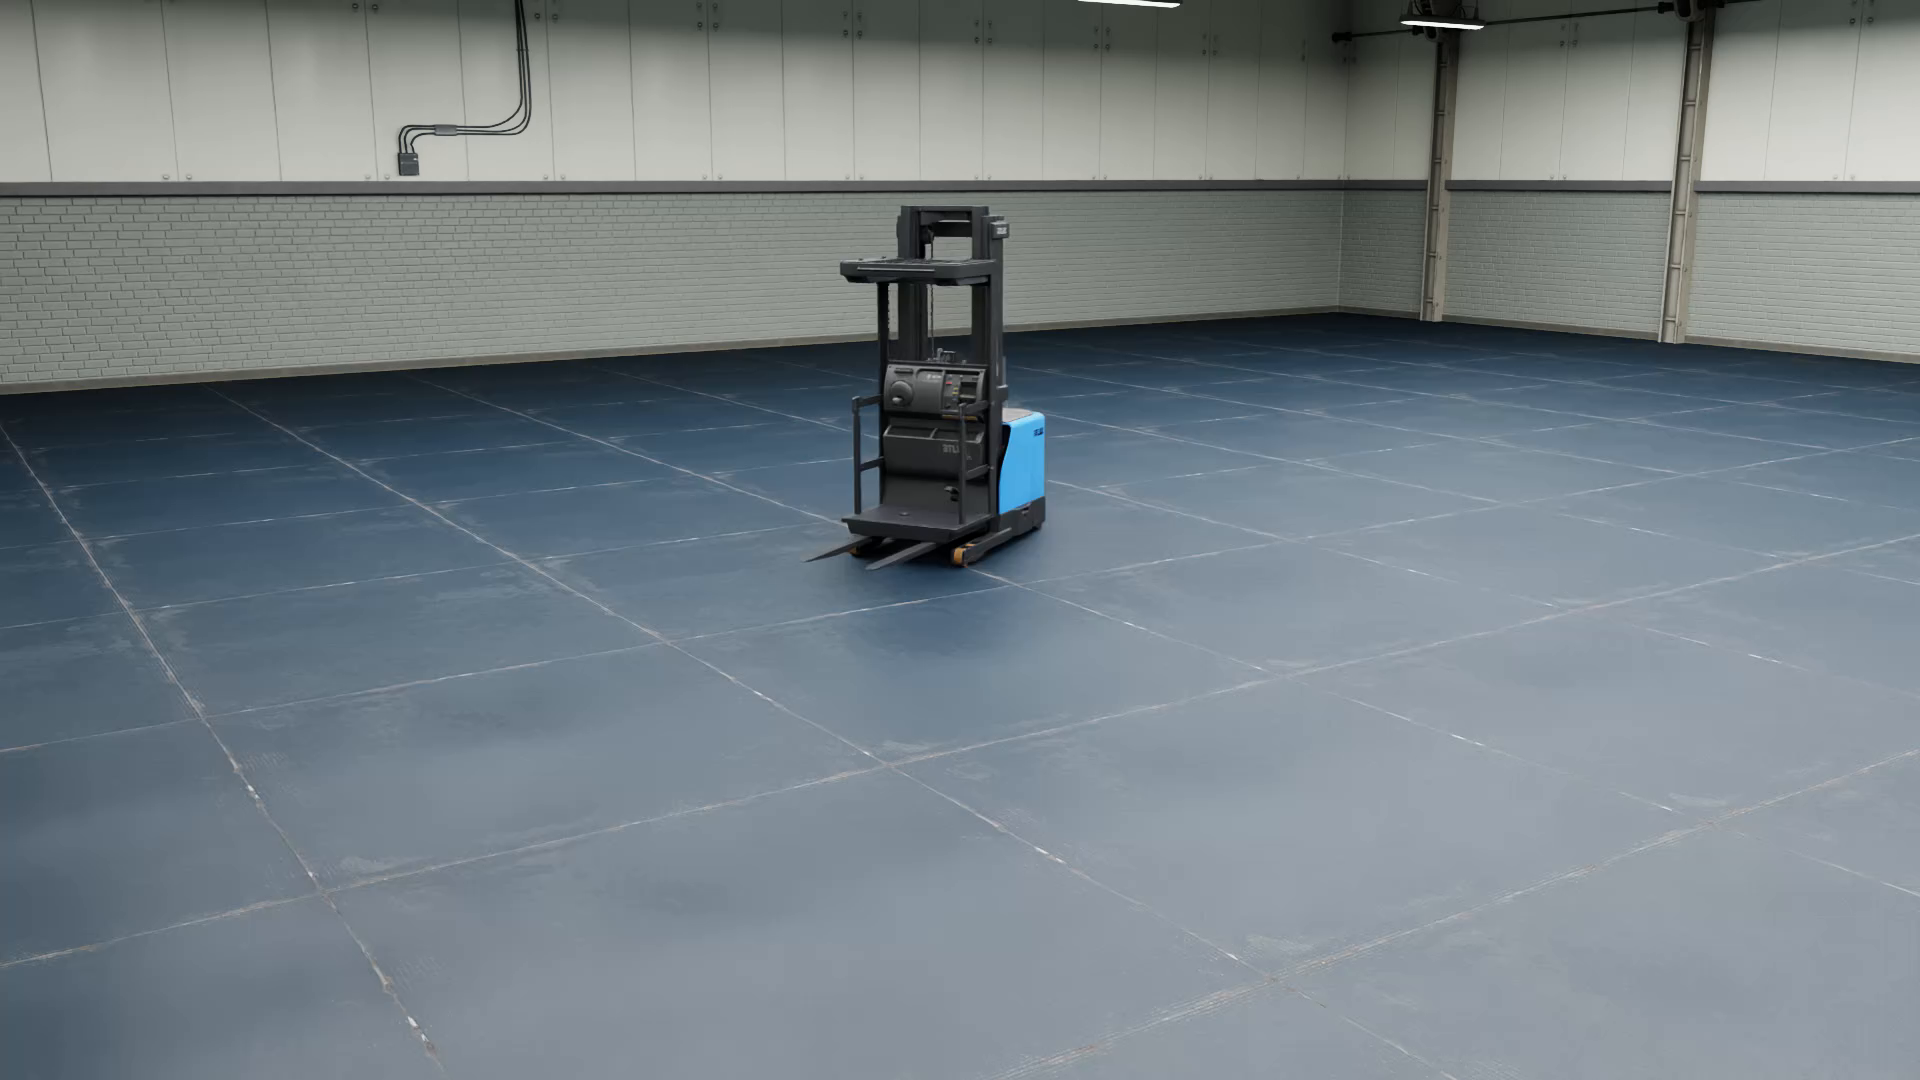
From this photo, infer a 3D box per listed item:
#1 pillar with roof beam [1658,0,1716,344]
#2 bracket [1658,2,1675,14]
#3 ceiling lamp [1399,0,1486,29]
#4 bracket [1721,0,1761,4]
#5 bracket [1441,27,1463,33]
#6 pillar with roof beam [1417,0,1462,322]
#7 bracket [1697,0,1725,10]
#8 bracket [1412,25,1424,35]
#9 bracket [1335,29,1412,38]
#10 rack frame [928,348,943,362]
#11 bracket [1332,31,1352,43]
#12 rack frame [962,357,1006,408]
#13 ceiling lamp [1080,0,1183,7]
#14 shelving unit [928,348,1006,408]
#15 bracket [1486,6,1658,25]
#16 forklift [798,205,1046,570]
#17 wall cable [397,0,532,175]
[{"bbox_3d":[10.346,-7.756,29.264,9.100,9.000,0.548,-8,15,-33],"label":"pillar with roof beam"},{"bbox_3d":[13.405,-10.056,31.354,0.235,0.232,0.430,-8,15,-33],"label":"bracket"},{"bbox_3d":[8.617,-10.910,30.022,2.000,3.185,0.800,-8,15,-33],"label":"ceiling lamp"},{"bbox_3d":[15.292,-9.450,28.584,0.076,0.066,4.783,-8,15,-33],"label":"bracket"},{"bbox_3d":[10.540,-10.975,35.559,0.235,0.232,0.430,-8,15,-33],"label":"bracket"},{"bbox_3d":[7.022,-8.823,34.143,9.100,9.000,0.548,-8,15,-33],"label":"pillar with roof beam"},{"bbox_3d":[13.865,-9.908,30.679,0.235,0.232,0.430,-8,15,-33],"label":"bracket"},{"bbox_3d":[10.080,-11.123,36.234,0.235,0.232,0.430,-8,15,-33],"label":"bracket"},{"bbox_3d":[9.095,-11.439,37.681,0.076,0.066,3.189,-8,15,-33],"label":"bracket"},{"bbox_3d":[-0.381,-1.152,16.619,0.500,1.500,0.032,-9,15,-36],"label":"rack frame"},{"bbox_3d":[8.767,-11.544,38.161,0.235,0.232,0.430,-8,15,-33],"label":"bracket"},{"bbox_3d":[0.227,-0.978,15.823,0.500,1.500,0.032,-9,15,-36],"label":"rack frame"},{"bbox_3d":[2.507,-10.041,26.049,2.000,3.185,0.800,-8,15,-33],"label":"ceiling lamp"},{"bbox_3d":[-0.077,-1.065,16.221,0.538,1.500,1.048,-9,15,-36],"label":"shelving unit"},{"bbox_3d":[11.968,-10.517,33.464,0.076,0.066,4.783,-8,15,-33],"label":"bracket"},{"bbox_3d":[-0.312,-1.309,13.987,1.130,2.935,3.031,6,14,25],"label":"forklift"},{"bbox_3d":[-8.237,-9.067,27.297,2.305,6.003,0.169,-8,15,-33],"label":"wall cable"}]
